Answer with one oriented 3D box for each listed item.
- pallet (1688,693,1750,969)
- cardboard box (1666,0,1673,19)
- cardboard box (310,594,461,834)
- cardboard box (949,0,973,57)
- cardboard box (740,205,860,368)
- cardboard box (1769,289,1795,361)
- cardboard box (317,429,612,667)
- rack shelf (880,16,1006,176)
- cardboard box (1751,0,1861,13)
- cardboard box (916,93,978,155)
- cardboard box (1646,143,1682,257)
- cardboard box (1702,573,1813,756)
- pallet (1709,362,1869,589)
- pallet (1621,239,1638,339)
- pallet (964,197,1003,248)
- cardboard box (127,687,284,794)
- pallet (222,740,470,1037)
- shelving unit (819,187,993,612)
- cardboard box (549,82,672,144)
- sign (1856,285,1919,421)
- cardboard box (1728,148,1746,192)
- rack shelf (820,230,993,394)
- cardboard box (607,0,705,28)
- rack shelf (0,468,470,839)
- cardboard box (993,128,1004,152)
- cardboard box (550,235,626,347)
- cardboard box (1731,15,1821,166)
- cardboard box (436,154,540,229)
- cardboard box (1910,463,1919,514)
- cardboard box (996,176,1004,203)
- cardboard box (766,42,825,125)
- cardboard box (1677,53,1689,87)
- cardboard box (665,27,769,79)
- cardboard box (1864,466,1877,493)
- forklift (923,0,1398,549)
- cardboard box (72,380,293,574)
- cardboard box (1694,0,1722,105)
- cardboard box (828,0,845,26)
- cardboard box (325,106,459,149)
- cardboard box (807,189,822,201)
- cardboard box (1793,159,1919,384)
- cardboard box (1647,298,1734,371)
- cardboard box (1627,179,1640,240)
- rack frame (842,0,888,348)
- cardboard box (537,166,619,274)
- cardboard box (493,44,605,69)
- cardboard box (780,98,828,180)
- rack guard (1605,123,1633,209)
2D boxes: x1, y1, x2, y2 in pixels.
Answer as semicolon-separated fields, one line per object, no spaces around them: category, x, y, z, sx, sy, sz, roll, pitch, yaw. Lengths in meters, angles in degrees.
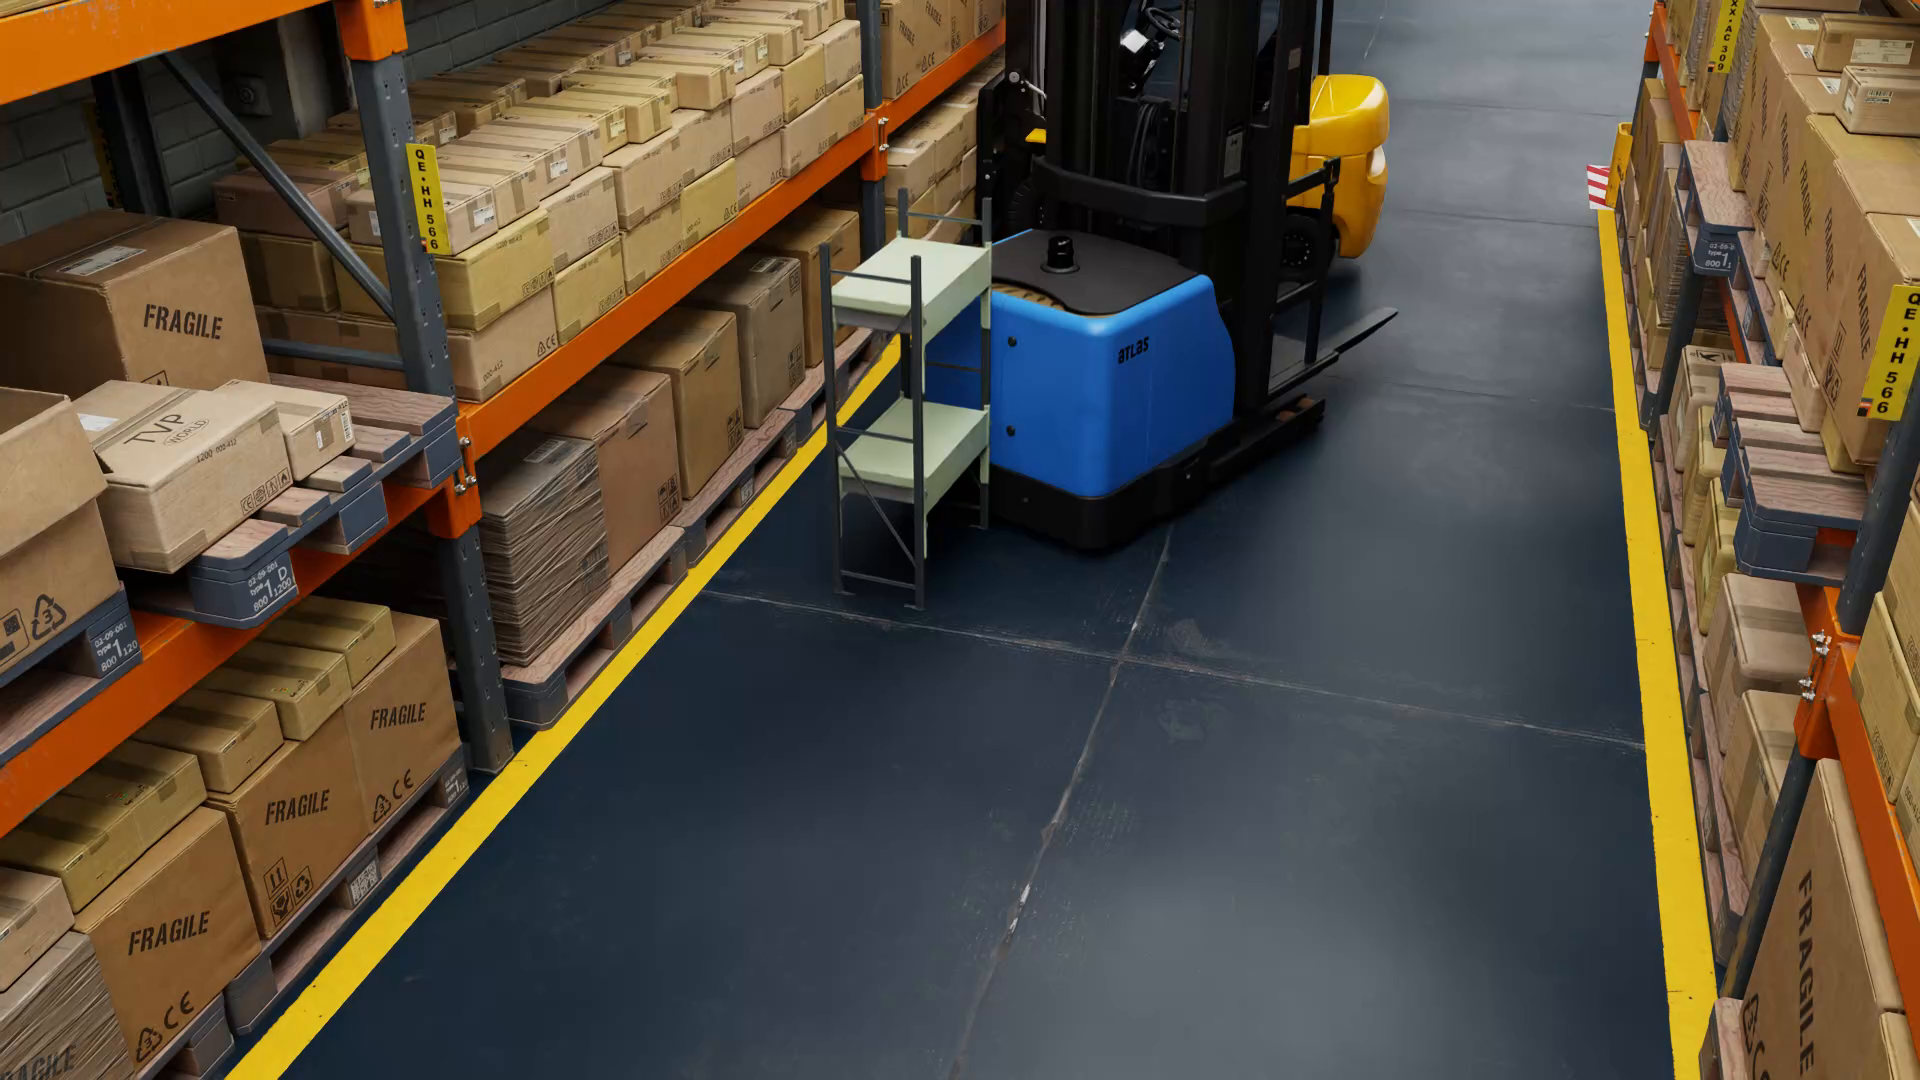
pallet;2.910;0.973;5.283;1.003;0.211;1.213;8;30;15
cardboard box;4.474;-3.352;9.781;0.500;0.500;0.500;9;30;16
cardboard box;-1.986;0.547;5.320;0.500;0.500;0.500;9;30;16
cardboard box;-0.229;-3.140;9.707;0.500;0.500;0.500;8;30;14
cardboard box;-1.036;-1.350;8.601;0.875;0.625;0.625;10;31;17
cardboard box;2.740;-0.646;5.152;0.380;0.149;0.250;9;30;16
cardboard box;-1.871;-0.023;6.216;0.875;0.625;0.625;9;30;16
rack shelf;-0.306;-3.063;10.410;1.077;0.370;4.000;8;30;15
cardboard box;3.377;-2.214;6.636;0.380;0.149;0.250;8;30;15
cardboard box;-0.157;-2.516;10.055;0.500;0.250;0.500;10;30;17
cardboard box;4.066;-1.838;9.094;0.500;0.500;0.500;10;31;18
cardboard box;3.063;0.477;5.578;0.950;0.372;0.625;8;30;14
pallet;2.786;-0.145;4.622;1.213;0.211;1.003;8;30;15
pallet;4.372;-1.409;9.565;1.003;0.211;1.213;8;30;15
pallet;-0.264;-2.162;10.919;1.003;0.211;1.213;8;30;15
cardboard box;-2.140;0.549;4.649;0.380;0.149;0.250;7;30;13
pallet;-2.323;0.971;5.287;1.003;0.211;1.213;8;30;15
shelving unit;-0.196;-0.569;6.730;0.431;1.500;0.755;11;31;19
cardboard box;-1.323;-1.623;6.313;0.380;0.149;0.250;9;30;16
sign;2.157;-0.427;3.822;0.100;0.325;0.005;8;30;15
cardboard box;3.307;-1.488;6.667;0.380;0.149;0.250;9;30;16
rack shelf;-0.196;-0.910;6.540;0.431;0.370;0.720;11;31;19
cardboard box;-1.405;-2.409;7.725;0.380;0.149;0.250;8;30;15
rack shelf;-2.654;0.655;3.727;1.077;0.370;4.000;8;30;15
cardboard box;-0.003;-2.530;10.594;0.500;0.250;0.500;8;30;15
cardboard box;-1.551;-0.928;5.986;0.500;0.250;0.500;8;30;14
cardboard box;3.295;-1.689;6.359;0.500;0.500;0.500;9;30;15
cardboard box;-1.615;-1.146;5.455;0.380;0.149;0.250;9;30;16
cardboard box;2.300;-0.169;3.336;0.500;0.500;0.500;8;30;13
cardboard box;0.003;-2.320;10.731;0.500;0.250;0.500;9;30;16
cardboard box;-0.937;-2.096;7.572;0.500;0.250;0.500;8;30;14
cardboard box;4.095;-2.536;8.982;0.380;0.149;0.250;9;30;15
cardboard box;-1.049;-2.102;7.173;0.380;0.149;0.250;8;30;14
cardboard box;2.550;-0.142;4.246;0.380;0.149;0.250;10;31;17
forklift;1.149;-1.884;7.622;1.130;2.935;3.031;23;36;35
cardboard box;-2.068;-0.170;4.193;0.500;0.250;0.500;7;30;13
cardboard box;3.890;-2.397;8.065;0.500;0.500;0.500;10;30;17
cardboard box;-0.781;-2.585;8.040;0.380;0.149;0.250;10;30;17
cardboard box;-2.056;-1.469;6.036;0.380;0.149;0.250;8;30;14
cardboard box;-0.934;-2.123;9.349;0.500;0.250;0.500;9;30;16
cardboard box;2.688;-0.732;4.640;0.500;0.500;0.500;8;30;14
cardboard box;3.769;-1.036;8.424;0.500;0.250;0.500;10;31;17
cardboard box;4.369;-2.011;10.175;0.500;0.250;0.500;10;30;17
rack frame;-0.893;-2.448;8.565;1.000;3.000;0.127;8;30;15
cardboard box;-1.556;-1.146;5.864;0.500;0.250;0.500;9;30;16
cardboard box;-1.694;-1.940;6.882;0.380;0.149;0.250;9;30;15
cardboard box;-0.933;-1.876;7.692;0.500;0.250;0.500;8;30;15
rack guard;5.005;-2.473;11.180;1.175;0.500;0.348;8;30;15
